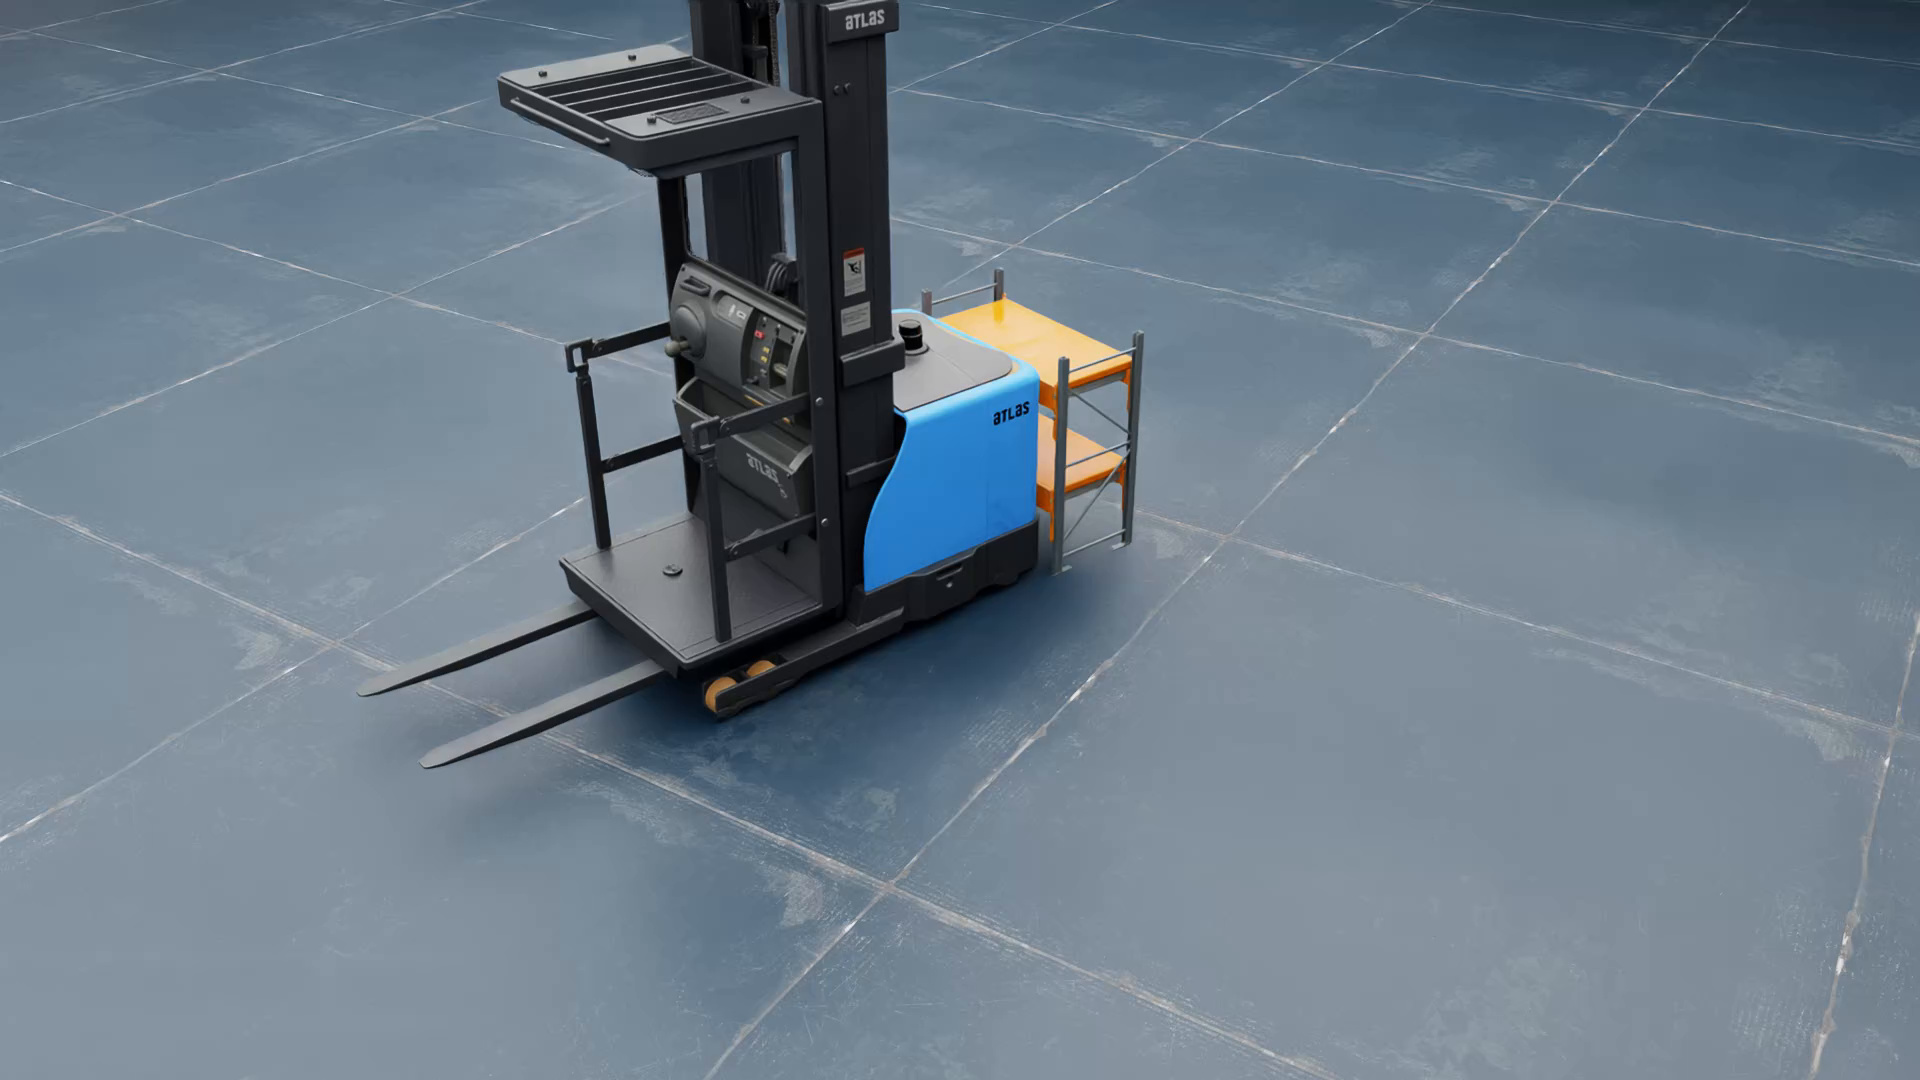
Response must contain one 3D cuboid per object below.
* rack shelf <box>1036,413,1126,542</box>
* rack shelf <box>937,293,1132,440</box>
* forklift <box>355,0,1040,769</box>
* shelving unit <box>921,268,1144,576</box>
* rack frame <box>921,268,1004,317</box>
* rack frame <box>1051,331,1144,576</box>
[{"bbox_3d":[0.330,-0.389,8.285,0.538,0.278,1.000,-22,37,-32],"label":"rack shelf"},{"bbox_3d":[0.330,-0.853,8.015,0.538,0.278,1.000,-22,37,-32],"label":"rack shelf"},{"bbox_3d":[-1.083,-0.821,6.749,3.031,2.935,1.130,-23,37,-34],"label":"forklift"},{"bbox_3d":[0.330,-0.600,8.162,0.538,1.125,1.048,-22,37,-32],"label":"shelving unit"},{"bbox_3d":[0.016,-0.802,8.508,0.500,1.125,0.032,-22,37,-32],"label":"rack frame"},{"bbox_3d":[0.643,-0.398,7.817,0.500,1.125,0.032,-22,37,-32],"label":"rack frame"}]
